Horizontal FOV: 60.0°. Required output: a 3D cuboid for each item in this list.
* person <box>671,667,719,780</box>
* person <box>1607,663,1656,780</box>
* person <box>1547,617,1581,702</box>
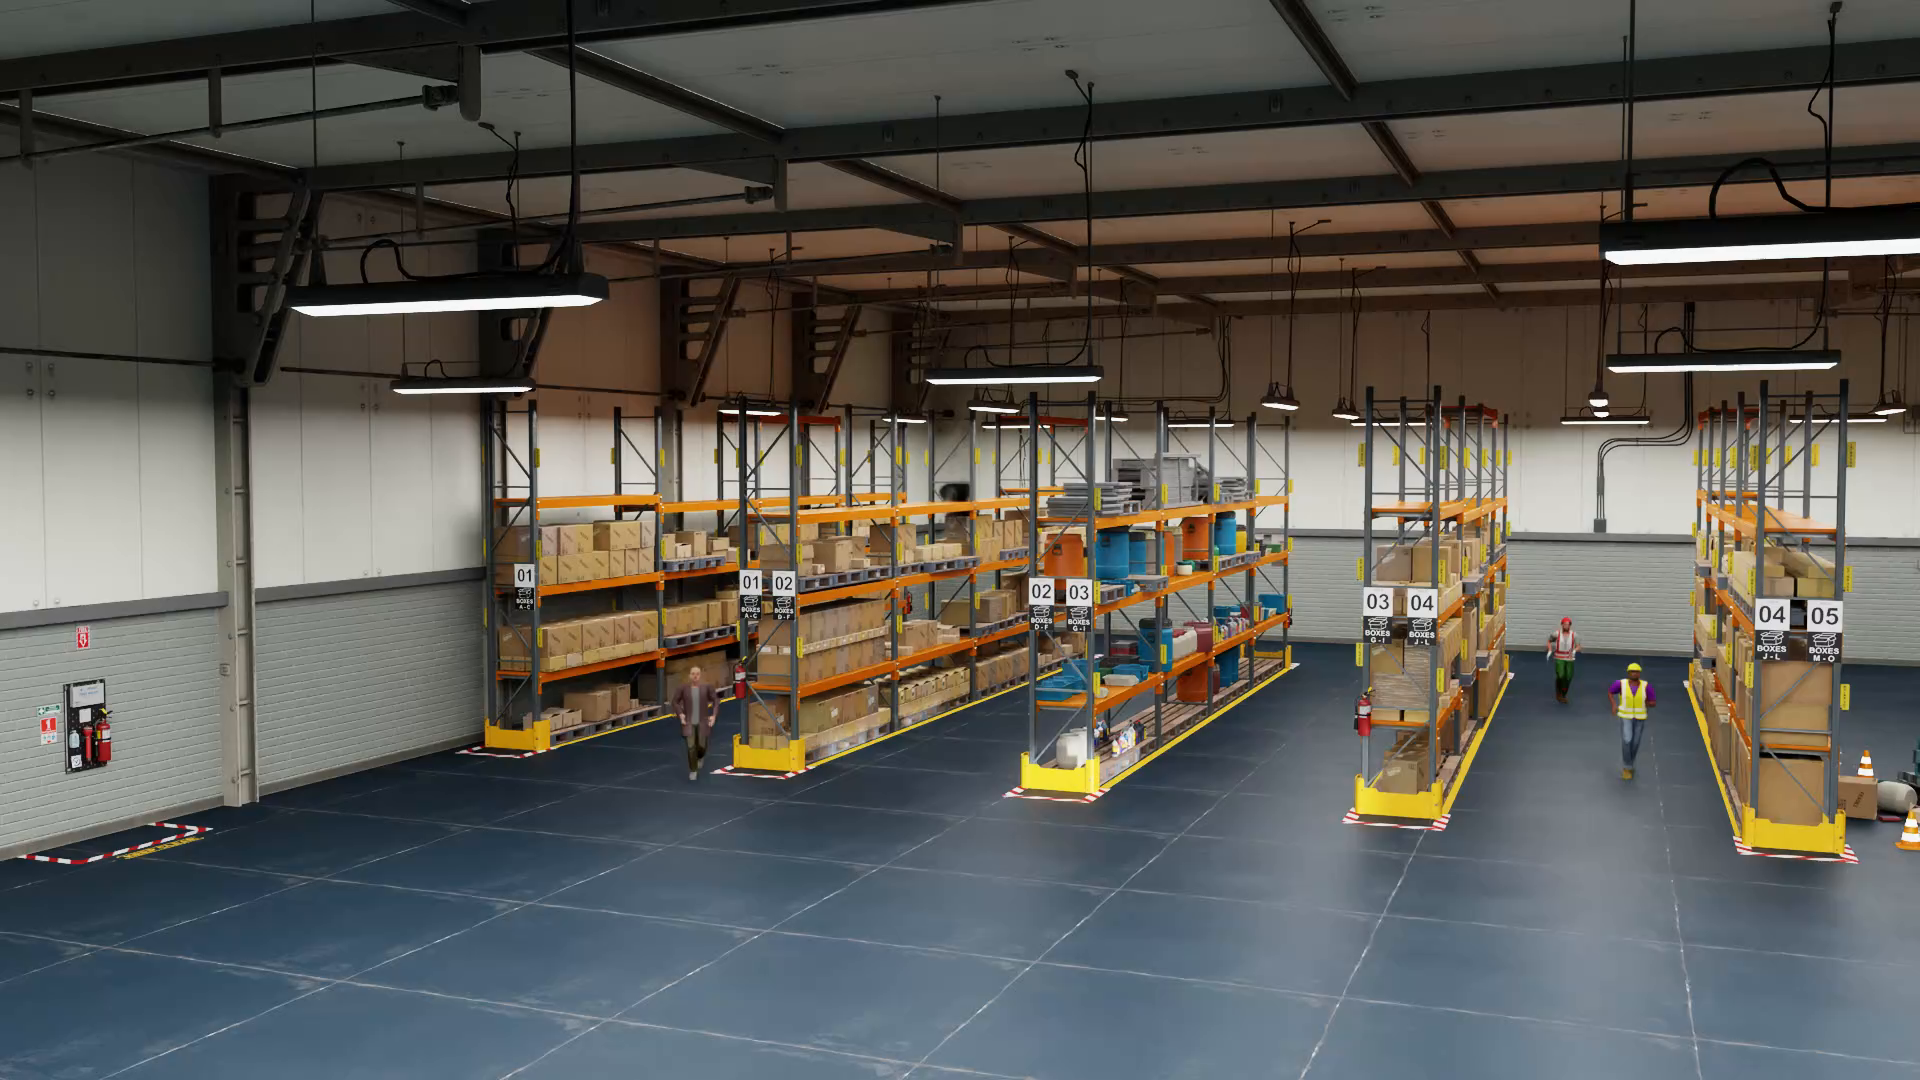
[{"bbox_3d":[-4.155,2.856,26.124,0.746,1.743,0.665,-1,3,-12],"label":"person"},{"bbox_3d":[10.557,2.837,26.097,0.674,1.832,0.785,1,3,10],"label":"person"},{"bbox_3d":[12.298,2.440,33.838,0.648,1.738,0.742,1,3,10],"label":"person"}]
